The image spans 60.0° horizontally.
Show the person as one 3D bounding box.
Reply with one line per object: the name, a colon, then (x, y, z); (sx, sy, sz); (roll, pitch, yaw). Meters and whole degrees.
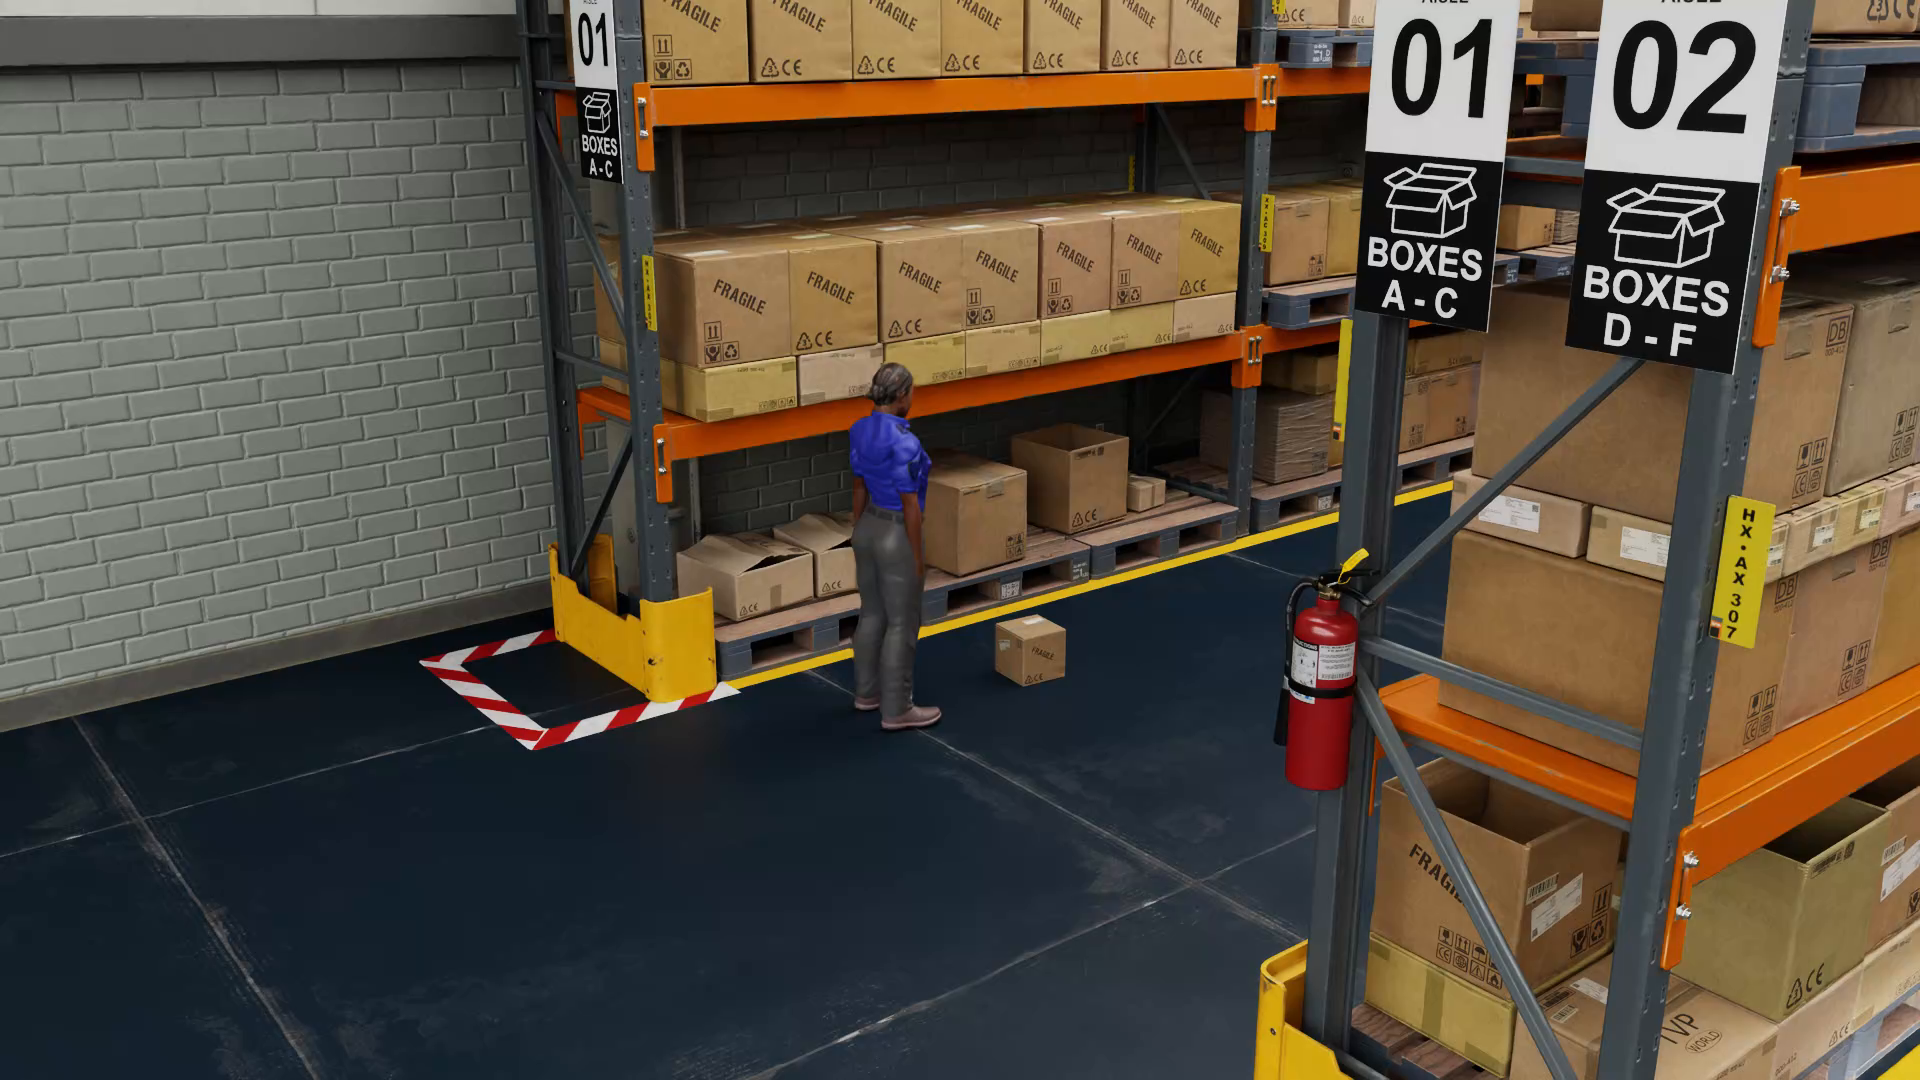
person: (-0.301, 0.020, 7.485); (0.329, 1.660, 0.445); (-13, 22, -36)
